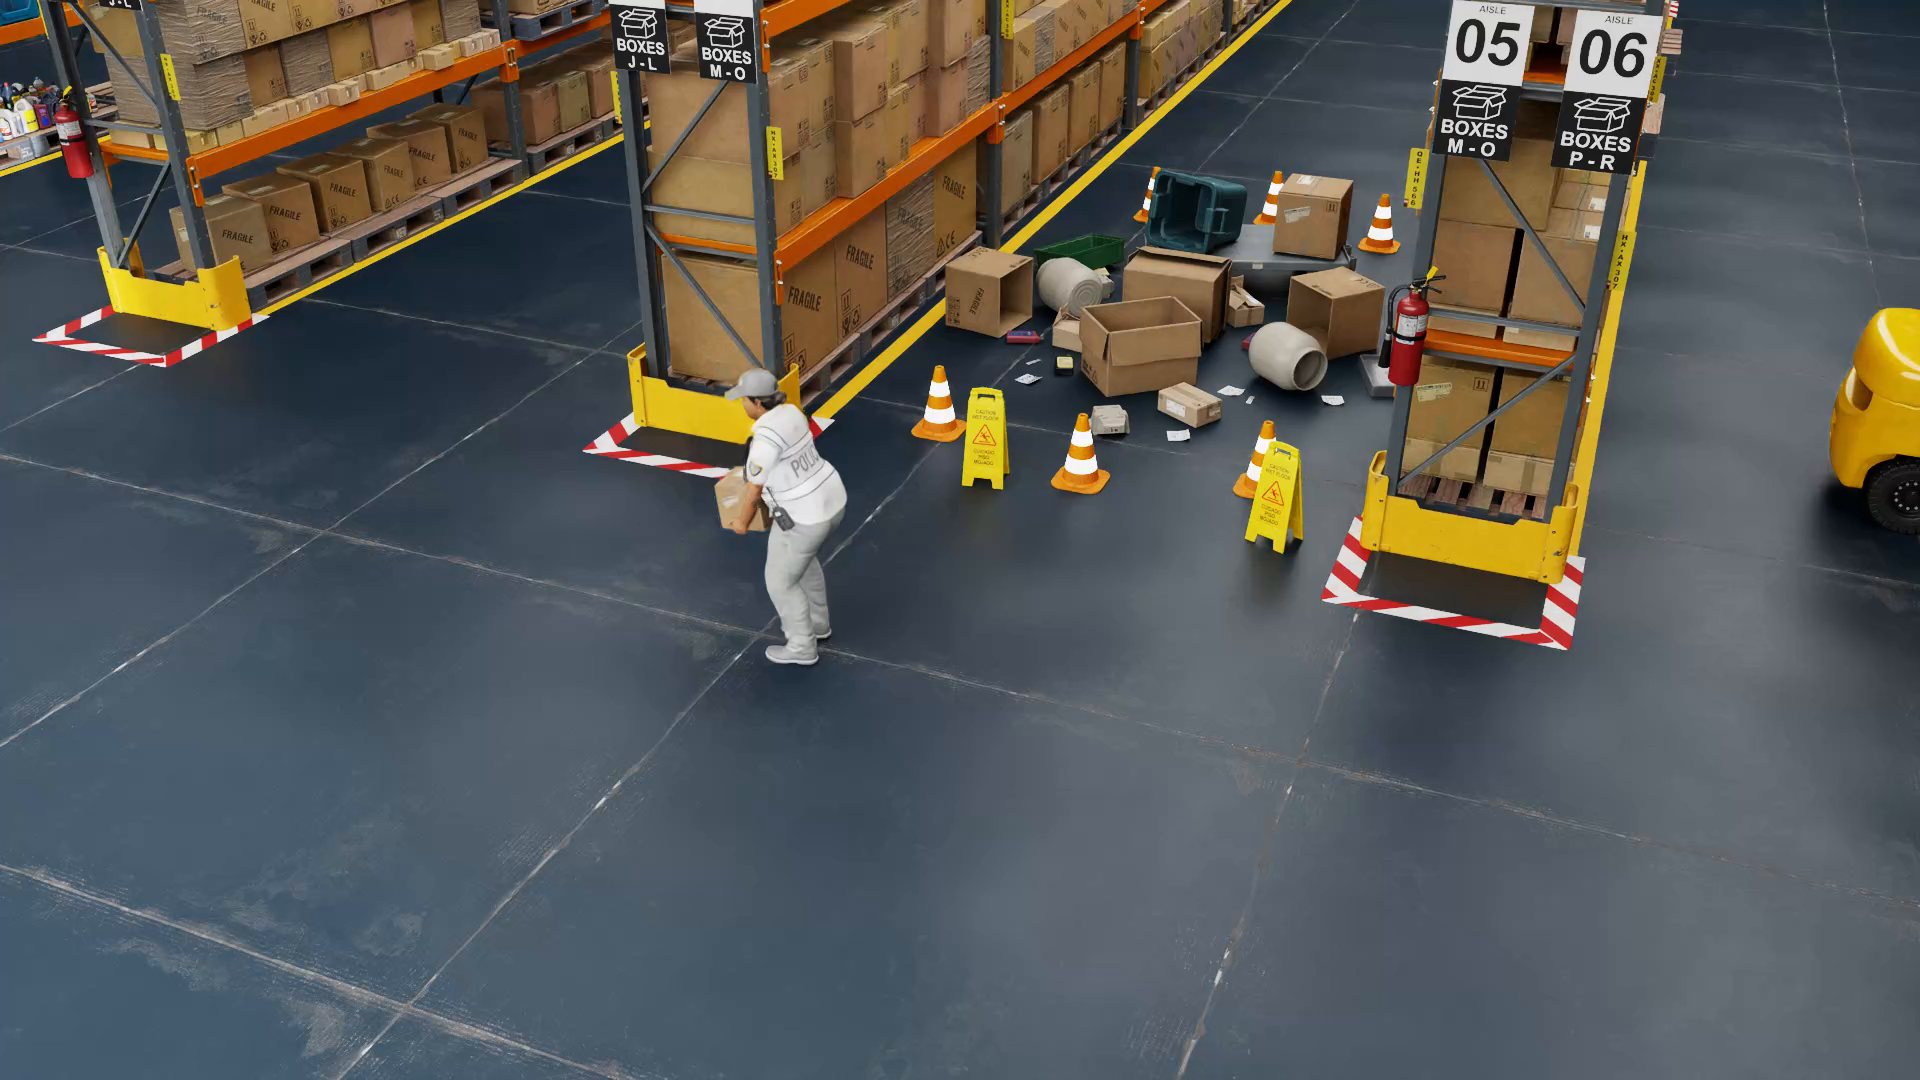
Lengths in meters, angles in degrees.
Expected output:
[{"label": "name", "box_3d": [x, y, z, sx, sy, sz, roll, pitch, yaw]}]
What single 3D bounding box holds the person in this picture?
[{"label": "person", "box_3d": [-0.898, -0.129, 8.665, 0.593, 1.623, 0.452, 11, 32, 18]}]
